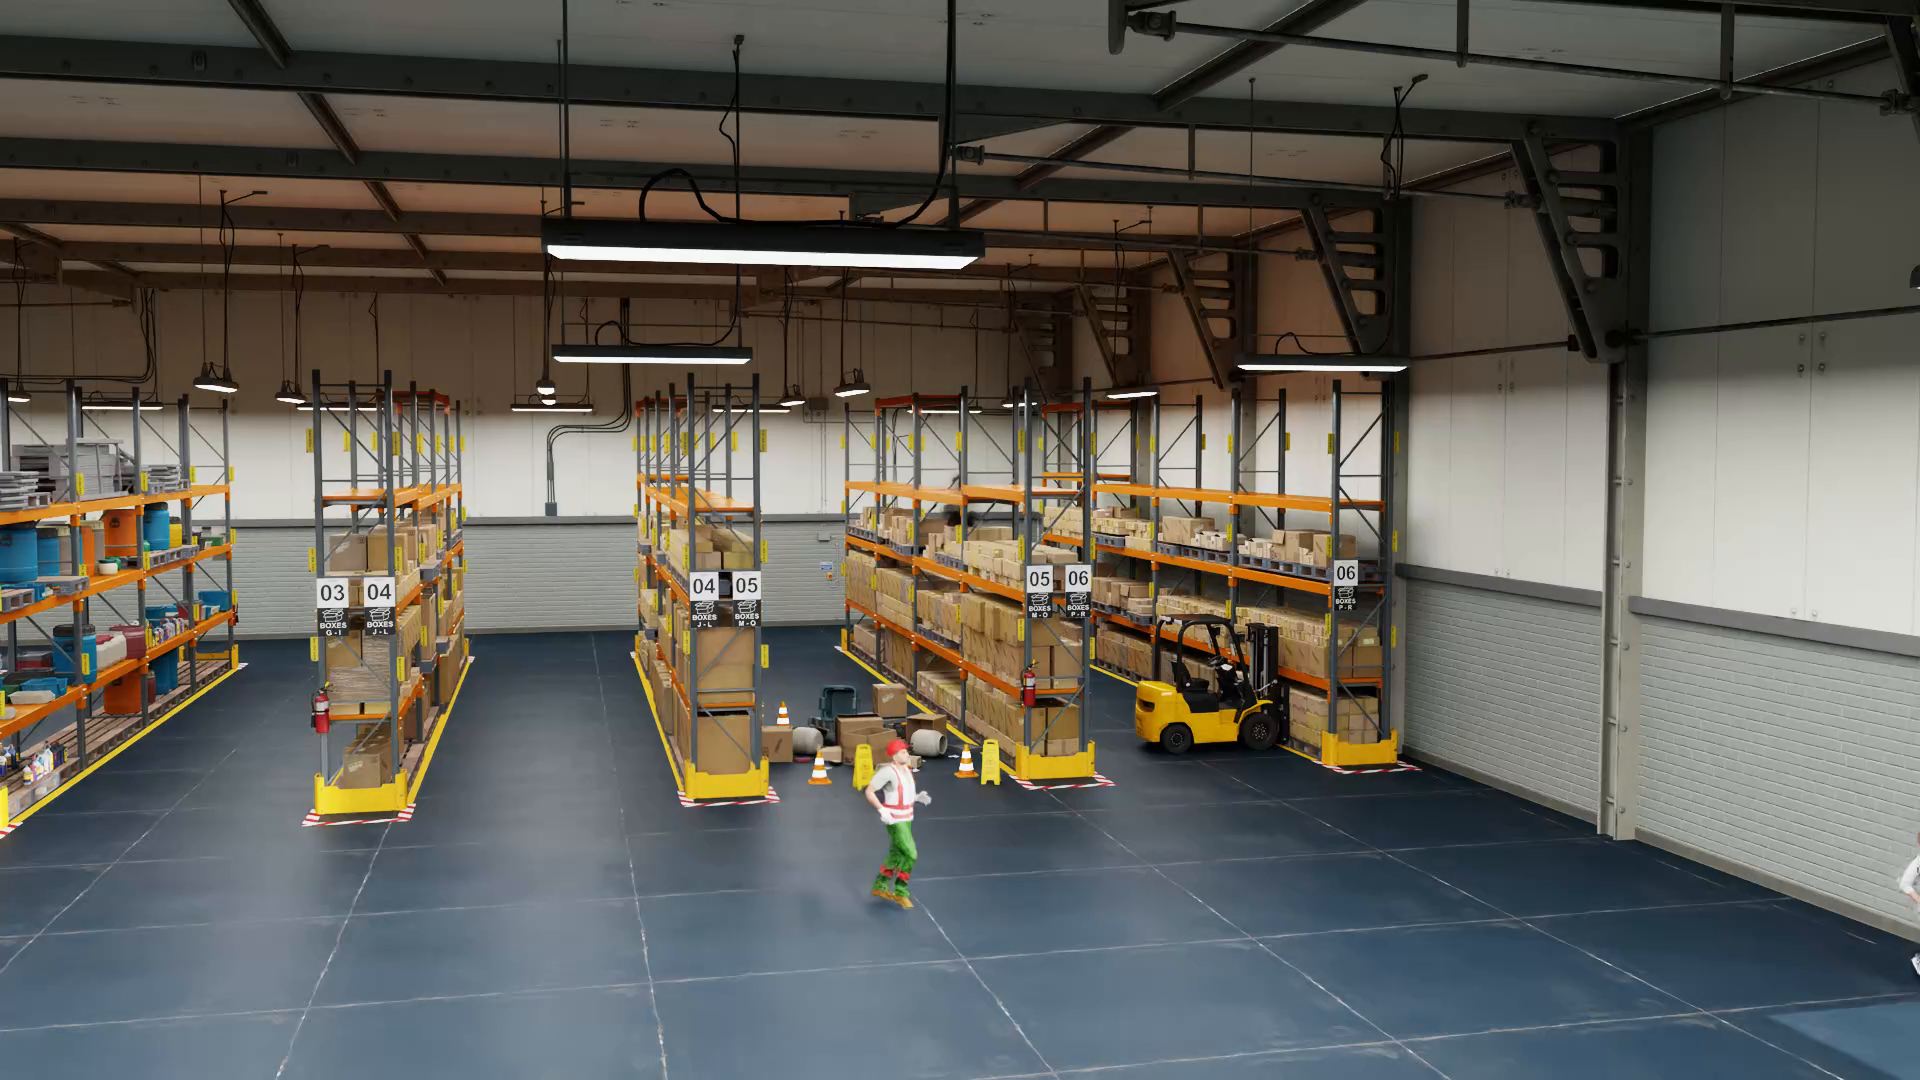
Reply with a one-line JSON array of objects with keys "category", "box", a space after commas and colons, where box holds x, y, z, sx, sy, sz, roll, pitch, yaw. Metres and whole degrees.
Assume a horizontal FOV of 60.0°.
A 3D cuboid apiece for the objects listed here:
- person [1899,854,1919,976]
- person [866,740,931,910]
[{"category": "person", "box": [8.755, 3.368, 14.949, 0.568, 1.545, 0.552, -1, 3, -19]}, {"category": "person", "box": [-0.660, 3.083, 18.014, 0.685, 1.843, 0.640, 1, 4, 22]}]
